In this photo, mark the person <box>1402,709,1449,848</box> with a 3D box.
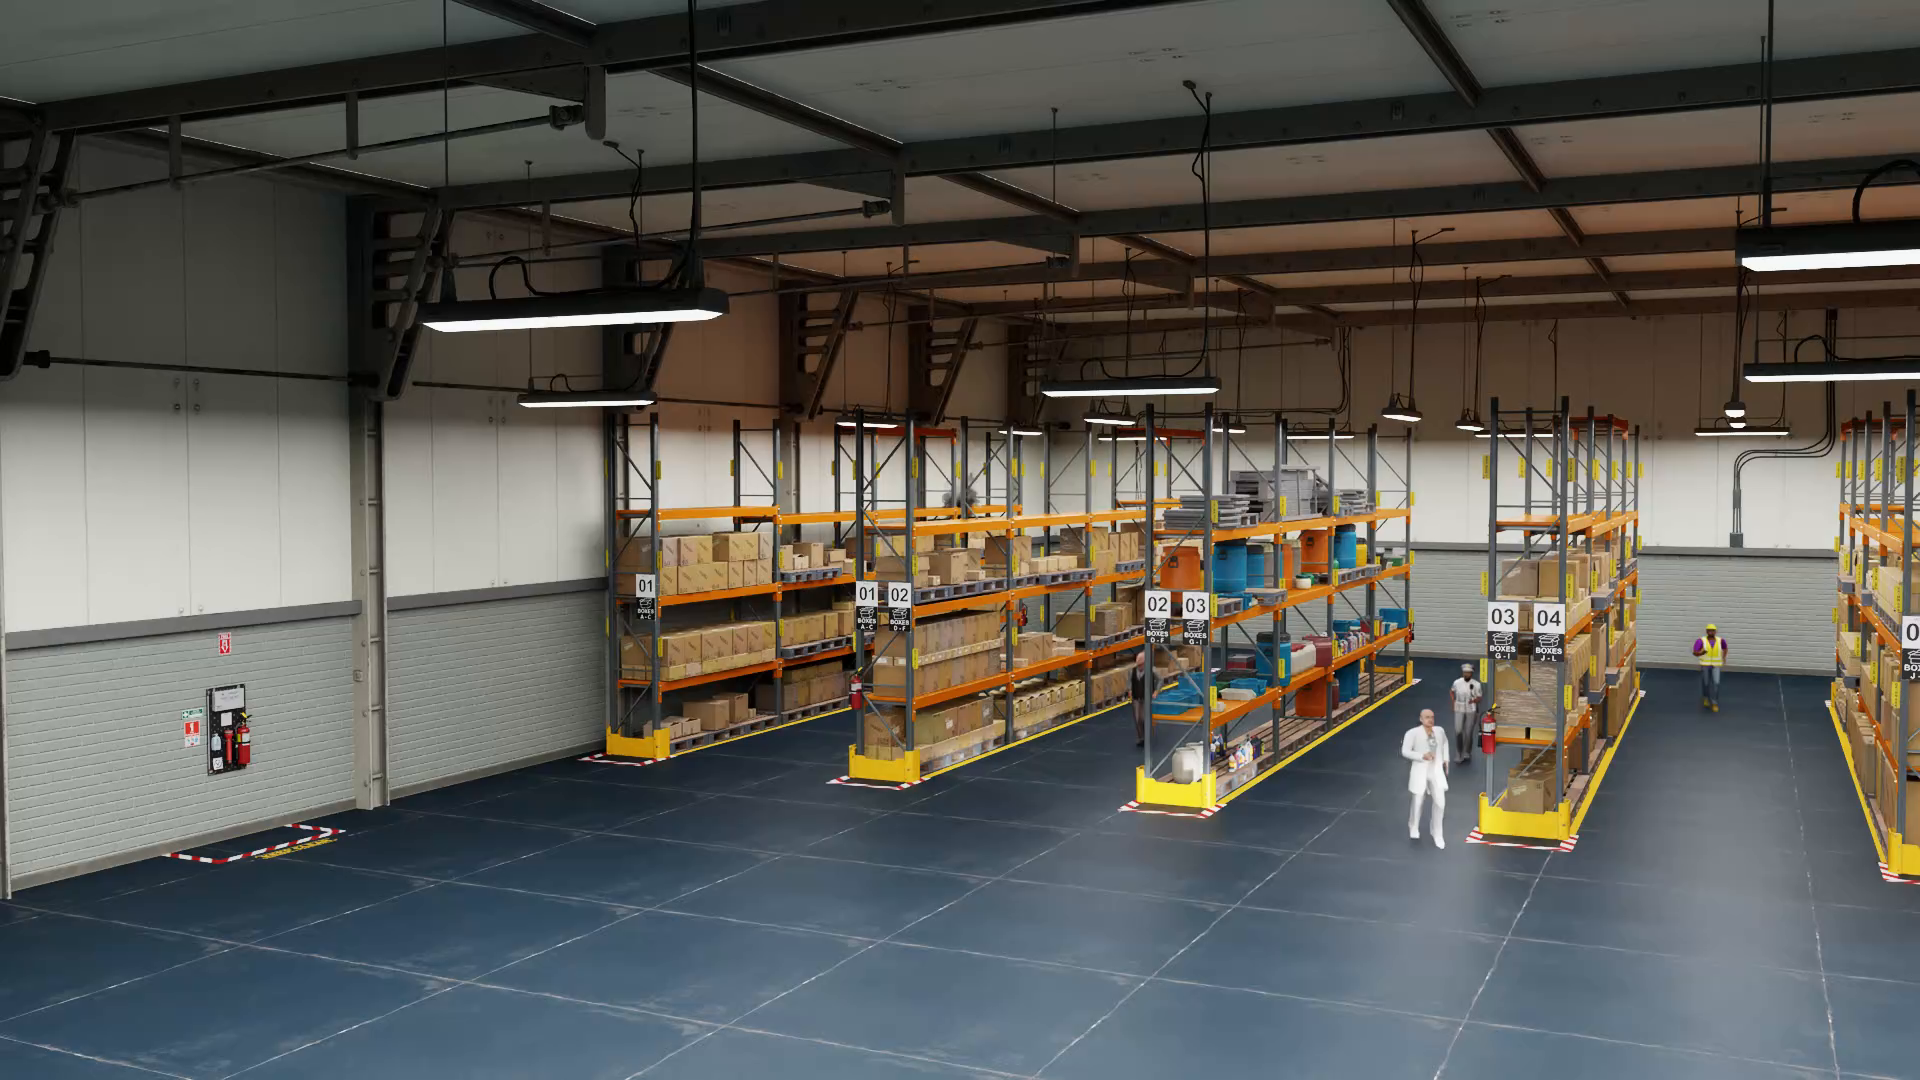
[{"bbox_3d":[6.250,3.184,22.274,0.719,1.854,0.777,0,2,-3],"label":"person"}]

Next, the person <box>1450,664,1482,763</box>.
[{"bbox_3d":[8.656,2.970,28.475,0.550,1.721,0.704,1,3,20],"label":"person"}]

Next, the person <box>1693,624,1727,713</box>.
[{"bbox_3d":[15.612,2.637,34.593,0.688,1.788,0.891,1,3,19],"label":"person"}]

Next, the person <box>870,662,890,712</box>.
[{"bbox_3d":[-1.452,2.804,32.286,0.554,1.738,0.797,1,2,15],"label":"person"}]

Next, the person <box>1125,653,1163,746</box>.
[{"bbox_3d":[3.290,2.931,30.054,0.672,1.610,0.551,1,3,25],"label":"person"}]
